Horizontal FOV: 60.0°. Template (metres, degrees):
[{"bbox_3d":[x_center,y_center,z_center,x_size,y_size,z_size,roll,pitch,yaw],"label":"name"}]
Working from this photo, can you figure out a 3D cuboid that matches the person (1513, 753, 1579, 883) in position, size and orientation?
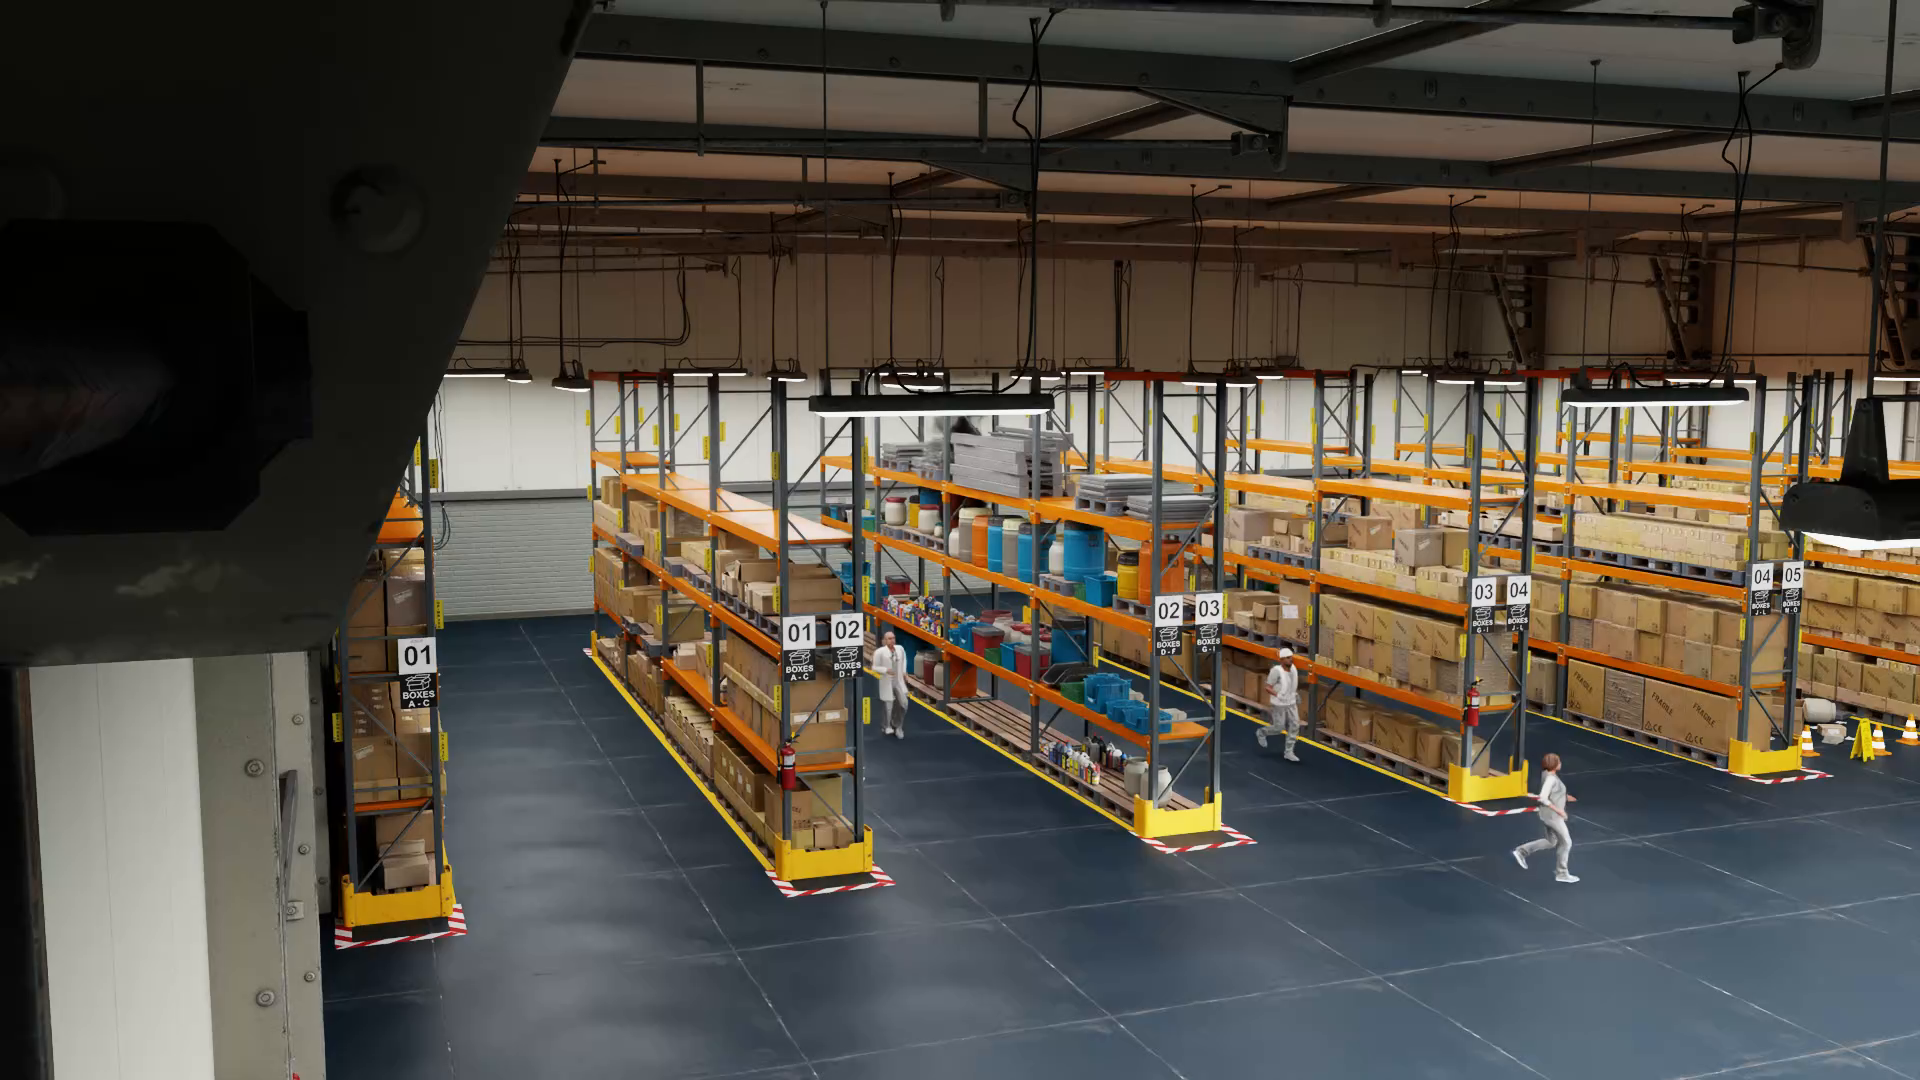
[{"bbox_3d":[7.064,3.327,19.966,0.767,1.564,0.547,1,6,10],"label":"person"}]

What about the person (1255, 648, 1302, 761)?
[{"bbox_3d":[5.030,2.551,26.104,0.671,1.753,0.857,-4,8,-33],"label":"person"}]

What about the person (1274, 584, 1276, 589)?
[{"bbox_3d":[8.150,0.742,42.196,0.909,1.794,0.676,-1,6,-11],"label":"person"}]

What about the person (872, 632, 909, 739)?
[{"bbox_3d":[-1.115,2.403,27.439,0.681,1.796,0.775,-3,7,-23],"label":"person"}]

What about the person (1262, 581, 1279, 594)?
[{"bbox_3d":[7.721,0.894,41.062,0.767,1.724,0.712,4,7,32],"label":"person"}]
